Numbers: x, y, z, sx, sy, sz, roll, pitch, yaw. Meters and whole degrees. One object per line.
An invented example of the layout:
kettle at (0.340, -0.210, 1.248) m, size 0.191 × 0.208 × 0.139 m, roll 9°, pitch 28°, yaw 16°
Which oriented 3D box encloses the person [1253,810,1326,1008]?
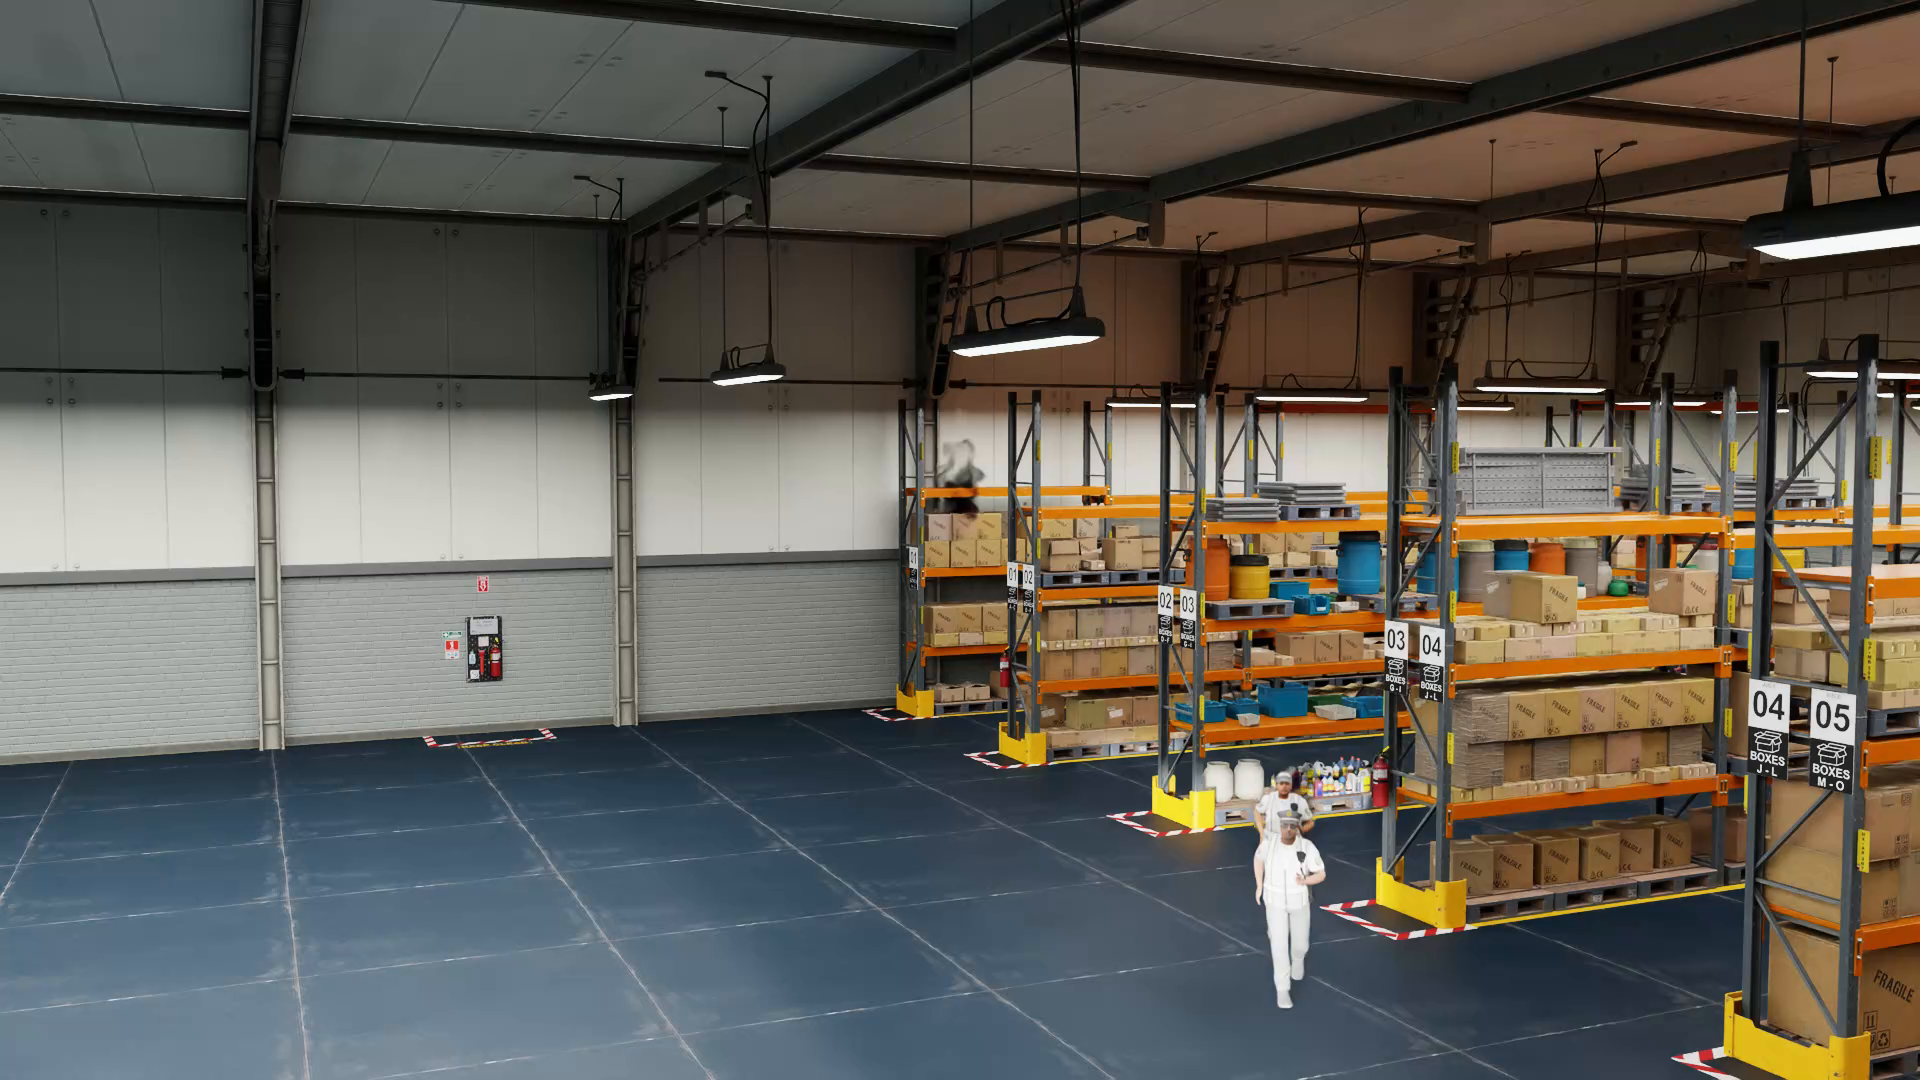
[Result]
person at (3.053, 3.359, 15.448) m, size 0.665 × 1.755 × 0.897 m, roll 1°, pitch 3°, yaw 12°

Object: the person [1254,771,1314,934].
person at (3.441, 3.291, 17.689) m, size 0.627 × 1.663 × 0.835 m, roll 1°, pitch 3°, yaw 9°
